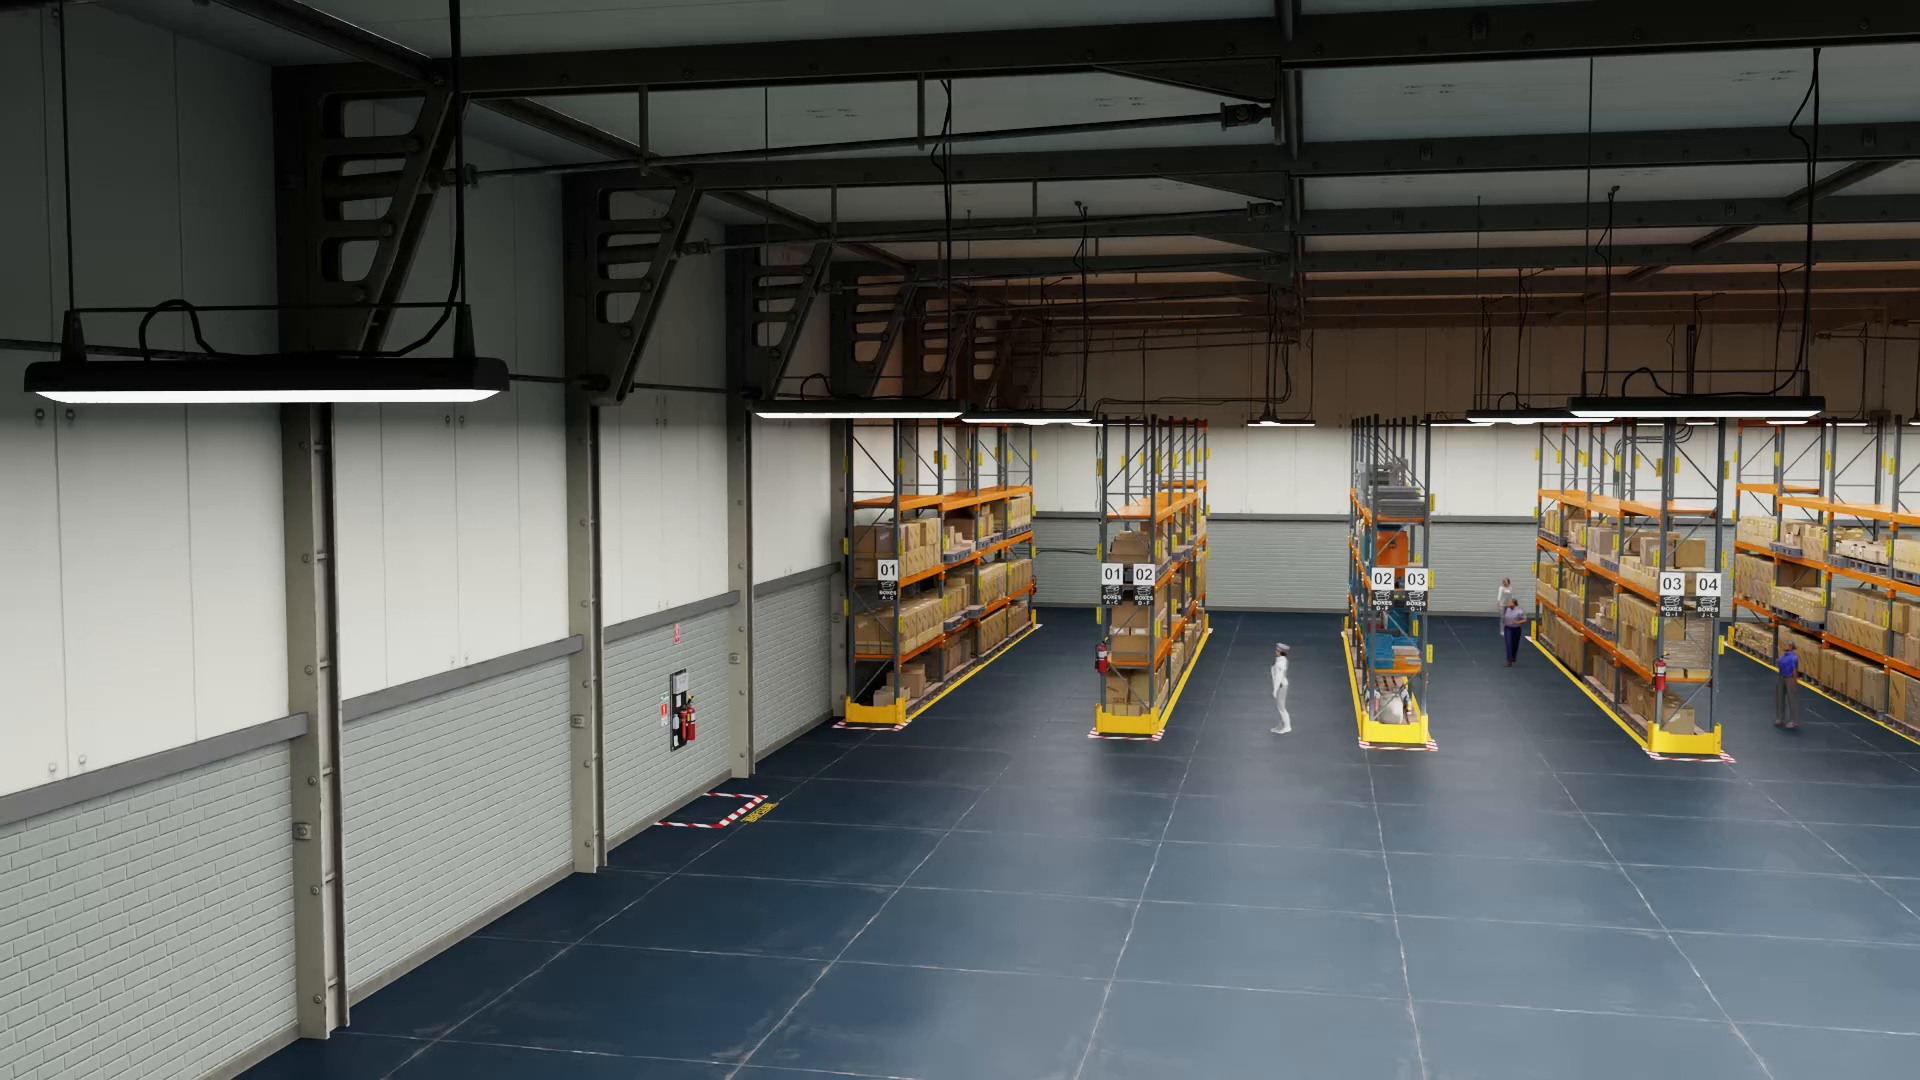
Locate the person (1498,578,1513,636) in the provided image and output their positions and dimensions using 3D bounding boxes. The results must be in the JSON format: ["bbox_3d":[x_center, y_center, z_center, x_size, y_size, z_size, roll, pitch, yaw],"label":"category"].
[{"bbox_3d":[15.174,1.847,46.231,0.459,1.611,0.340,-1,4,-13],"label":"person"}]

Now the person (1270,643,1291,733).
[{"bbox_3d":[6.034,2.793,31.383,0.426,1.699,0.483,0,4,-2],"label":"person"}]

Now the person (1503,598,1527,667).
[{"bbox_3d":[13.412,2.208,40.192,0.510,1.603,1.028,1,4,14],"label":"person"}]

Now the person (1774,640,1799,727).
[{"bbox_3d":[15.945,2.752,32.061,0.336,1.665,0.473,-1,4,-20],"label":"person"}]
